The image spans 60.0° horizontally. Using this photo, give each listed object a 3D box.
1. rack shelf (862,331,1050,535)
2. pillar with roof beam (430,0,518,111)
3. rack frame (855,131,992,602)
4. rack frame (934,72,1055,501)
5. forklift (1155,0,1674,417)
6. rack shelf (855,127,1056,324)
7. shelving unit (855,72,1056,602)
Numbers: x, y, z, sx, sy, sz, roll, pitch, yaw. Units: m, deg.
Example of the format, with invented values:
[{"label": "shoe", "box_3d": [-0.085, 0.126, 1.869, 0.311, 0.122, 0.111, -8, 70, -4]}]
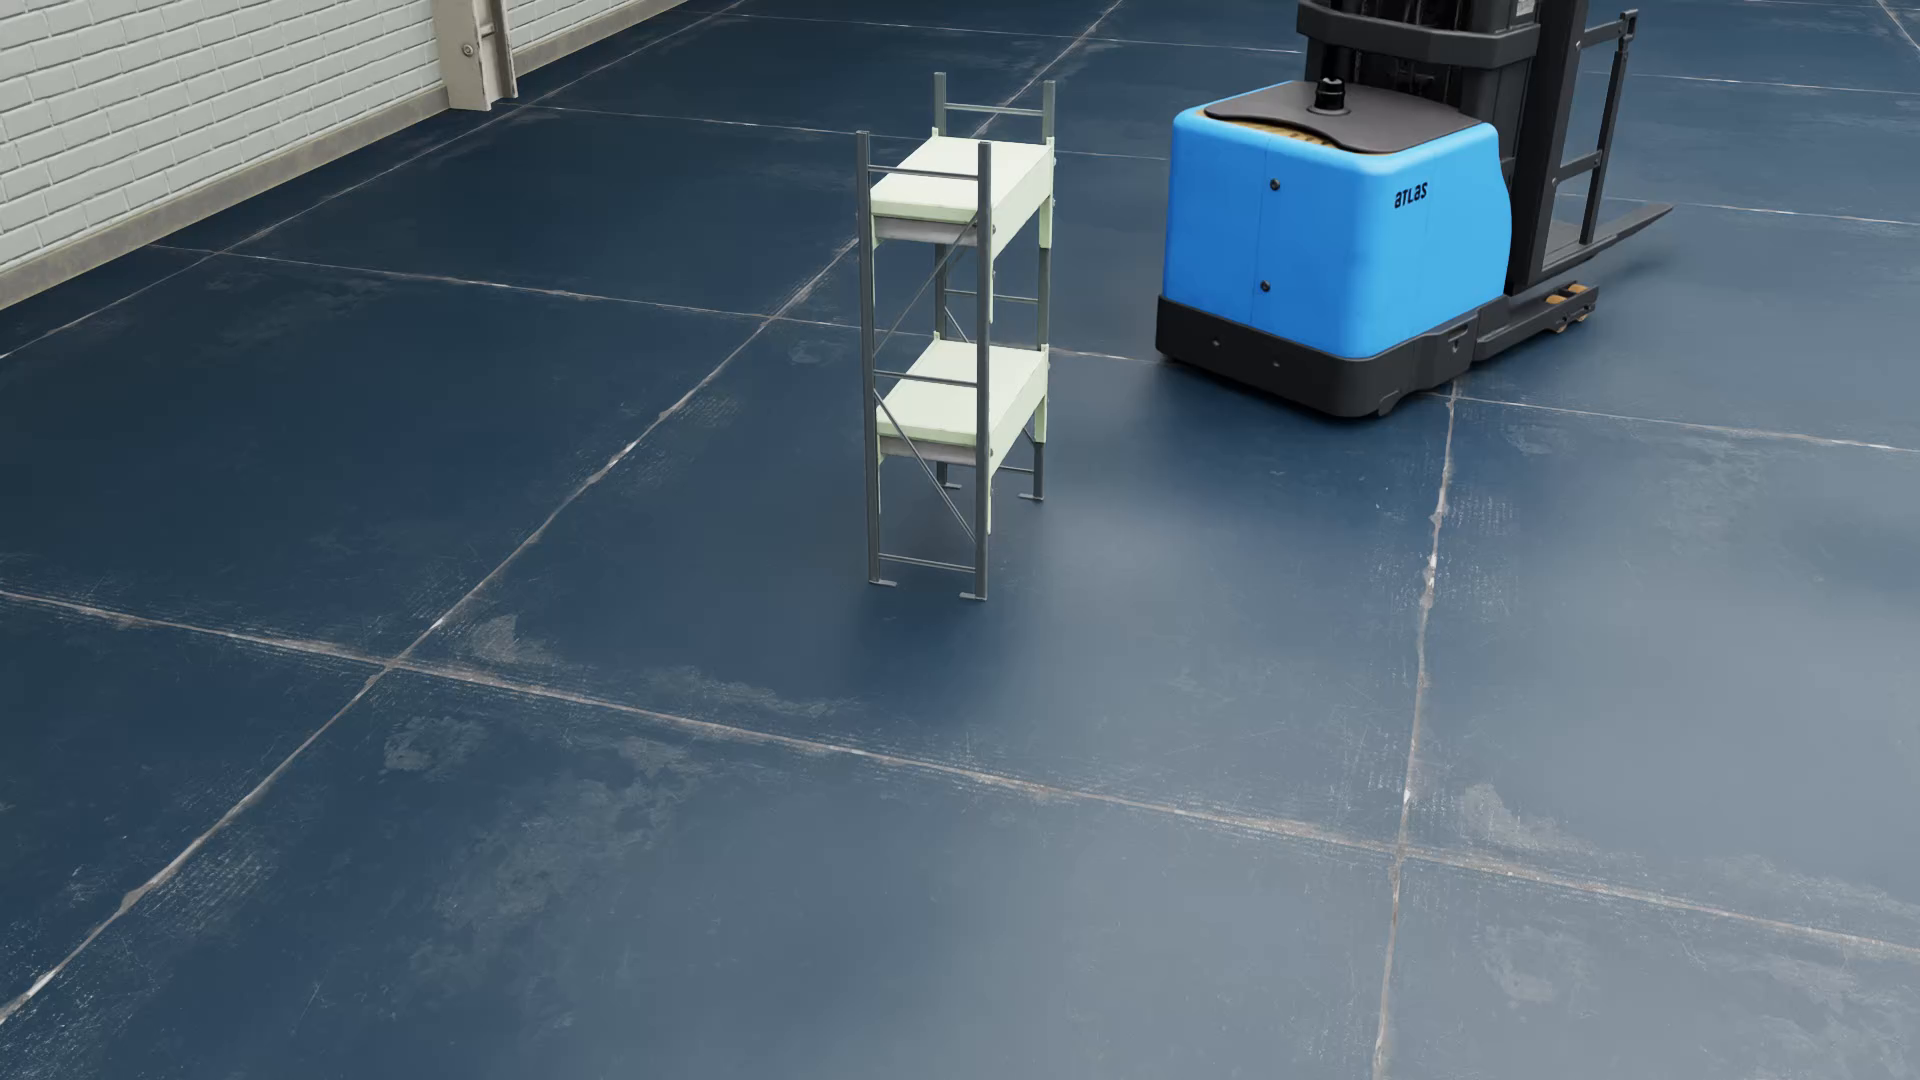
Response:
[{"label": "rack shelf", "box_3d": [0.002, -0.374, 5.549, 0.431, 0.370, 0.720, 8, 30, 15]}, {"label": "pillar with roof beam", "box_3d": [0.977, -6.198, 7.635, 9.100, 9.000, 0.400, 8, 30, 15]}, {"label": "rack frame", "box_3d": [-0.105, -0.488, 5.085, 0.400, 1.500, 0.023, 8, 30, 15]}, {"label": "rack frame", "box_3d": [0.109, -0.829, 5.697, 0.400, 1.500, 0.023, 8, 30, 15]}, {"label": "forklift", "box_3d": [2.242, -2.366, 6.988, 3.031, 2.935, 1.130, -25, 38, -37]}, {"label": "rack shelf", "box_3d": [0.002, -1.000, 5.201, 0.431, 0.370, 0.720, 8, 30, 15]}, {"label": "shelving unit", "box_3d": [0.002, -0.659, 5.391, 0.431, 1.500, 0.755, 8, 30, 15]}]
